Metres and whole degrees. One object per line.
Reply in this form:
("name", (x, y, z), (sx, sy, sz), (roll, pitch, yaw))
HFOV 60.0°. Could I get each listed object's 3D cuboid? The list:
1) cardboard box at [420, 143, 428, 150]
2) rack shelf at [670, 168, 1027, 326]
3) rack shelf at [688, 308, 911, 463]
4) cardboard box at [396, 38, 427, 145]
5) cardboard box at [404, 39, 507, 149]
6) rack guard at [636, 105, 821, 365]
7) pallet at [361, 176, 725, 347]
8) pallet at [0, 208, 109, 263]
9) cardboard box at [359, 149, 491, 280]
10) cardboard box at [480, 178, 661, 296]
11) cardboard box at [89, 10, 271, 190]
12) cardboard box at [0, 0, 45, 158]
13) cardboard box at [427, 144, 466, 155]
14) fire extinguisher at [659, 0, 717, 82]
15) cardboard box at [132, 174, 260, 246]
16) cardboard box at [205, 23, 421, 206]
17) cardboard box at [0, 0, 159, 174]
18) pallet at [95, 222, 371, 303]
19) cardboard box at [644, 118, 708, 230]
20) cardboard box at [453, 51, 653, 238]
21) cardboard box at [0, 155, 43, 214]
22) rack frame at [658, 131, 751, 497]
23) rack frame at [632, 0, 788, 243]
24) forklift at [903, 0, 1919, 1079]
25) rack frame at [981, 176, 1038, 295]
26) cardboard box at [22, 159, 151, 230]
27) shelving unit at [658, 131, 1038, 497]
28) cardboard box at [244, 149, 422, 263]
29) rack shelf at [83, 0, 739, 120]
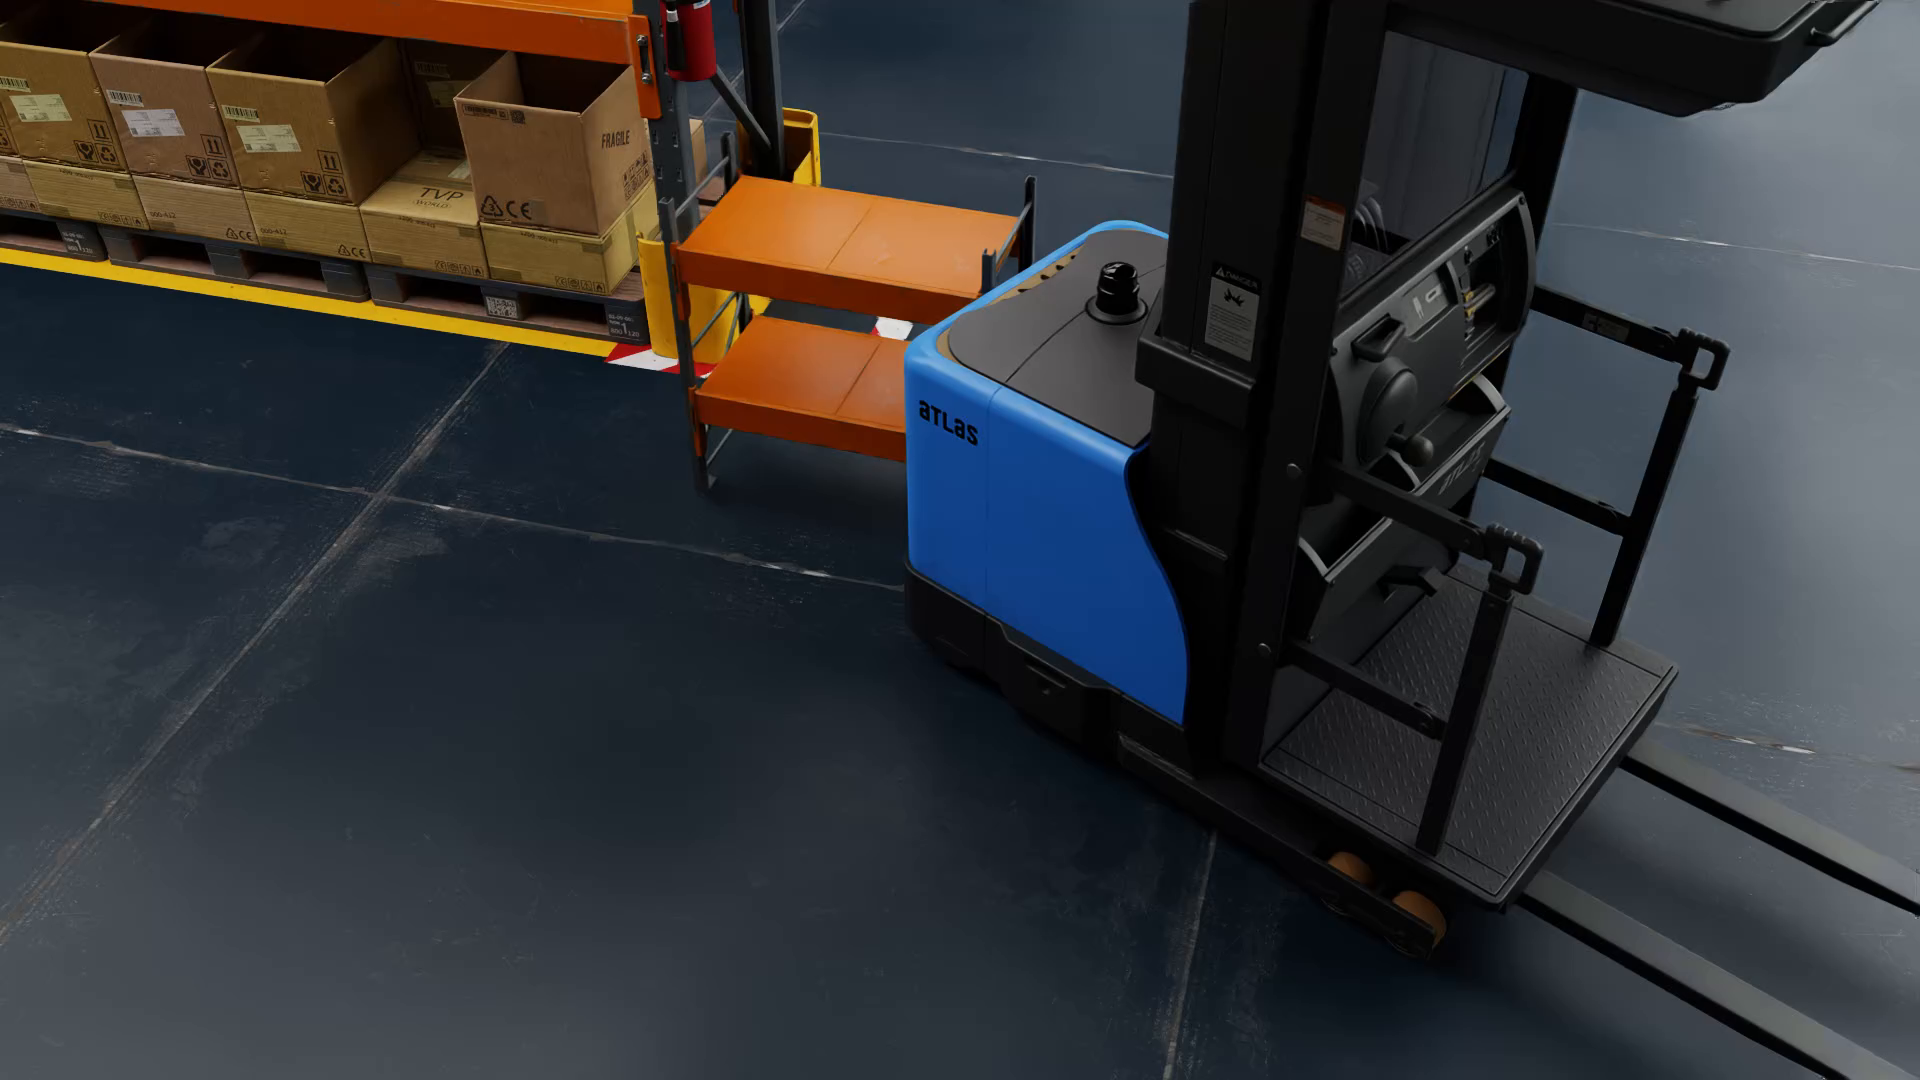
("cardboard box", (-2.339, -1.700, 7.048), (0.500, 0.250, 0.500), (10, 41, 11))
("rack shelf", (-0.334, -0.861, 5.239), (1.000, 0.278, 0.538), (11, 41, 13))
("rack shelf", (-0.334, -0.450, 5.585), (1.000, 0.278, 0.538), (11, 41, 13))
("cardboard box", (-2.342, -1.980, 6.798), (0.500, 0.500, 0.500), (10, 41, 11))
("cardboard box", (-1.856, -1.905, 6.708), (0.500, 0.500, 0.500), (10, 41, 11))
("rack guard", (-0.888, -1.240, 6.631), (0.348, 0.500, 1.175), (10, 41, 11))
("pallet", (-1.661, -1.234, 6.849), (1.213, 0.211, 1.003), (10, 41, 11))
("pallet", (-4.018, -1.640, 7.332), (1.213, 0.211, 1.003), (10, 41, 11))
("cardboard box", (-1.992, -1.290, 6.559), (0.500, 0.250, 0.500), (10, 41, 11))
("cardboard box", (-1.506, -1.214, 6.469), (0.500, 0.250, 0.500), (10, 41, 11))
("cardboard box", (-2.959, -1.741, 6.513), (0.500, 0.500, 0.500), (10, 41, 11))
("cardboard box", (-3.923, -1.911, 6.715), (0.500, 0.500, 0.500), (10, 41, 11))
("cardboard box", (-1.856, -1.617, 6.948), (0.500, 0.250, 0.500), (10, 41, 11))
("fire extinguisher", (-0.917, -1.863, 5.490), (0.183, 0.674, 0.296), (10, 41, 11))
("cardboard box", (-2.958, -1.456, 6.757), (0.500, 0.250, 0.500), (10, 41, 11))
("cardboard box", (-2.476, -1.657, 6.413), (0.500, 0.500, 0.500), (10, 41, 11))
("cardboard box", (-3.442, -1.823, 6.611), (0.500, 0.500, 0.500), (10, 41, 11))
("pallet", (-2.836, -1.438, 7.092), (1.213, 0.211, 1.003), (10, 41, 11))
("cardboard box", (-1.372, -1.536, 6.852), (0.500, 0.250, 0.500), (10, 41, 11))
("cardboard box", (-1.506, -1.500, 6.226), (0.500, 0.500, 0.500), (10, 41, 11))
("cardboard box", (-3.924, -1.622, 6.954), (0.500, 0.250, 0.500), (10, 41, 11))
("rack frame", (-0.819, -0.735, 5.544), (0.032, 1.125, 0.500), (11, 41, 13))
("rack frame", (-0.911, -2.201, 5.832), (0.127, 3.000, 1.000), (10, 41, 11))
("forklift", (1.273, -0.442, 3.791), (3.031, 2.935, 1.130), (29, 48, 30))
("rack frame", (0.151, -0.539, 5.311), (0.032, 1.125, 0.500), (11, 41, 13))
("cardboard box", (-3.443, -1.536, 6.851), (0.500, 0.250, 0.500), (10, 41, 11))
("shelving unit", (-0.334, -0.637, 5.427), (1.048, 1.125, 0.538), (11, 41, 13))
("cardboard box", (-2.475, -1.372, 6.657), (0.500, 0.250, 0.500), (10, 41, 11))
("rack shelf", (-2.844, -2.258, 6.459), (4.000, 0.370, 1.077), (10, 41, 11))
